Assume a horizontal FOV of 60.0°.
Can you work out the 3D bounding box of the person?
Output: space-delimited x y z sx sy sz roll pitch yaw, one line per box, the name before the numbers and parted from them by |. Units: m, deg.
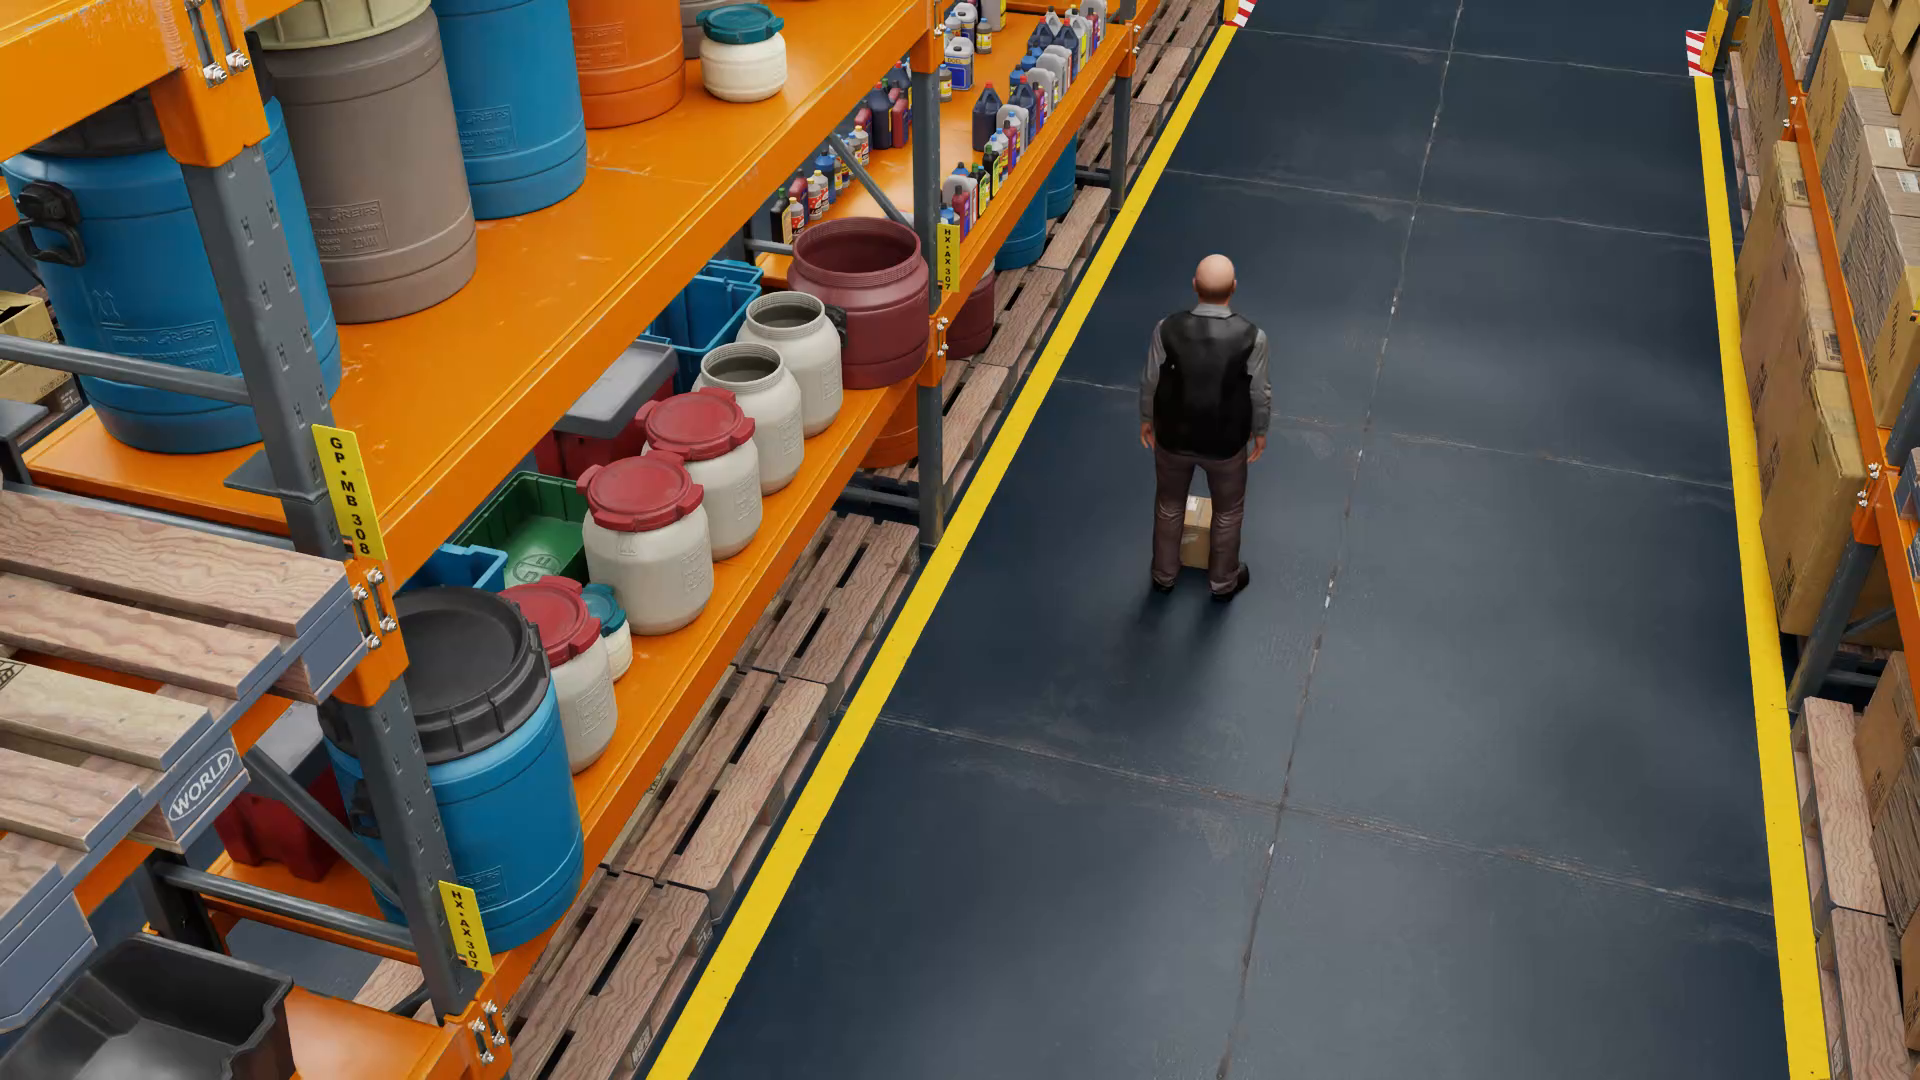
person | 1.093 -0.468 7.537 0.589 1.721 0.414 9 38 12
